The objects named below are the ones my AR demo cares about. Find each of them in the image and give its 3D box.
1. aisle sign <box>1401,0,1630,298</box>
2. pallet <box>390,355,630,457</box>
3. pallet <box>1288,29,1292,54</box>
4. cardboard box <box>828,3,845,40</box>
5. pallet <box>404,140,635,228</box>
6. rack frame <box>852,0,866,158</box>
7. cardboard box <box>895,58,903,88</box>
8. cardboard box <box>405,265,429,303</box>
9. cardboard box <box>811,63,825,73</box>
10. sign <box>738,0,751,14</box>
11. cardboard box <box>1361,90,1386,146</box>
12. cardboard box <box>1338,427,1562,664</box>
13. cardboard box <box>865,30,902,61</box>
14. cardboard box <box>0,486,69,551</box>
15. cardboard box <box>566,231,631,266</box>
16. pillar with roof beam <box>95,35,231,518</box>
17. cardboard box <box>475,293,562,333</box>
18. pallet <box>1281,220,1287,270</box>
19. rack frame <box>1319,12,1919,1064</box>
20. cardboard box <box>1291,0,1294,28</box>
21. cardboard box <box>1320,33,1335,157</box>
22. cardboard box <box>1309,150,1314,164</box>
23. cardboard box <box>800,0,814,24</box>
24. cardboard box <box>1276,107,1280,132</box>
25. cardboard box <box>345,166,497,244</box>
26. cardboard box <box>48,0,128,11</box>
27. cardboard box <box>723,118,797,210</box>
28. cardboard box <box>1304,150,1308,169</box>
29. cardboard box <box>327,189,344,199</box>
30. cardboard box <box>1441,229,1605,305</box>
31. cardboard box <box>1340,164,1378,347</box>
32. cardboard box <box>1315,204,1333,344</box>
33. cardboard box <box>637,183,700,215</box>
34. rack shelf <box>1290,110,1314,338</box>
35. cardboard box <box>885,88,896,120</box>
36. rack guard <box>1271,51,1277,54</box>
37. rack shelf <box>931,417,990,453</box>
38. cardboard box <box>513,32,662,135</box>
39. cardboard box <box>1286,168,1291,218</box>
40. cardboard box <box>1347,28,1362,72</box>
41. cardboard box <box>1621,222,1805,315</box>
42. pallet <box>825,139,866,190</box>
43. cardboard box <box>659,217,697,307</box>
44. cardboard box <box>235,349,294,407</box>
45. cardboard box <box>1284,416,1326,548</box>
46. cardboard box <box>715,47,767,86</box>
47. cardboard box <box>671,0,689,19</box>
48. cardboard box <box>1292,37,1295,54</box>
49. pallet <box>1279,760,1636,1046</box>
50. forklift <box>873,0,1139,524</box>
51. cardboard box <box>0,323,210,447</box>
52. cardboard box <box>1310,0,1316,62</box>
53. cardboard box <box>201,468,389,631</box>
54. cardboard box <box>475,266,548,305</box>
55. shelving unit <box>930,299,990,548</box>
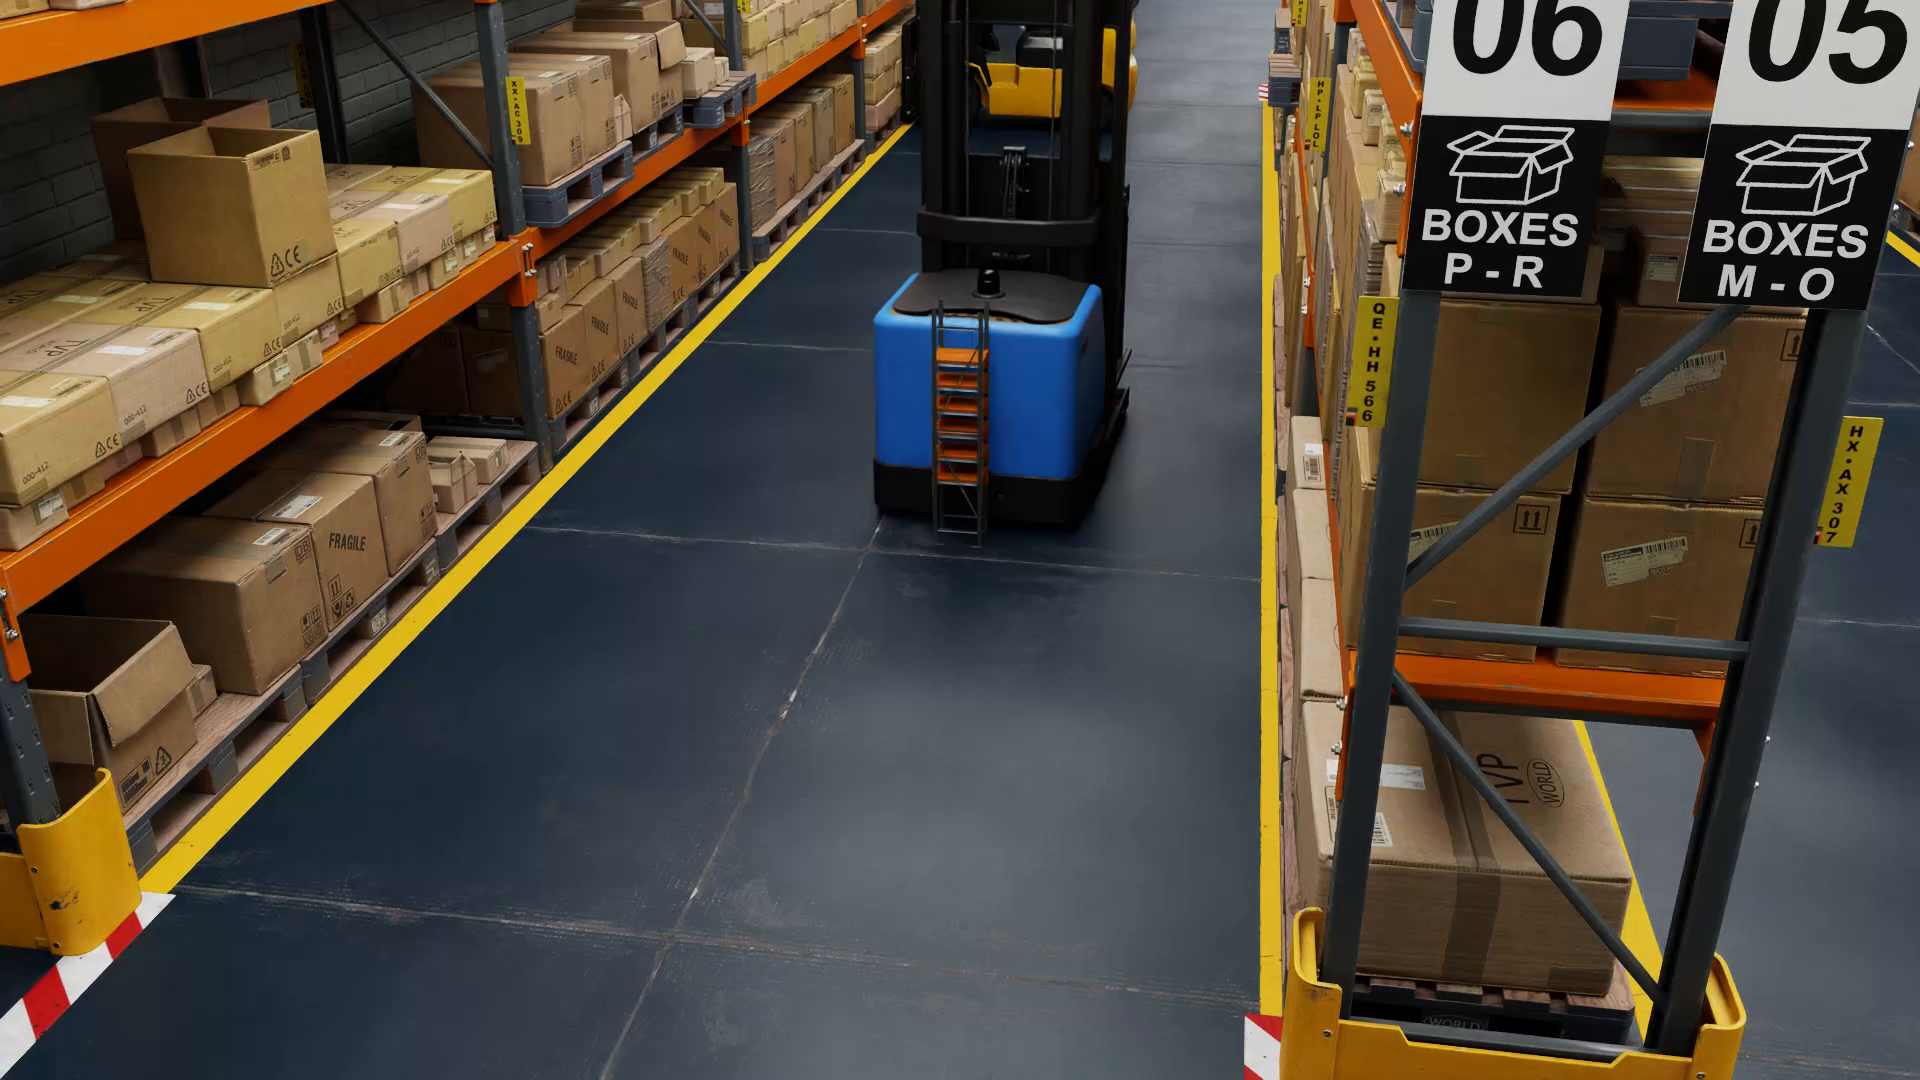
[{"bbox_3d":[1.202,-0.915,3.601,0.394,0.787,0.004,4,25,9],"label":"aisle sign"},{"bbox_3d":[-2.629,-0.842,9.800,1.003,0.211,1.213,4,25,9],"label":"pallet"},{"bbox_3d":[3.110,-3.836,13.134,1.003,0.211,1.213,4,25,9],"label":"pallet"},{"bbox_3d":[-1.318,-4.600,14.717,0.500,0.250,0.500,4,25,8],"label":"cardboard box"},{"bbox_3d":[-2.486,-2.002,9.215,1.003,0.211,1.213,4,25,9],"label":"pallet"},{"bbox_3d":[-1.417,-5.108,15.624,1.000,3.000,0.127,4,25,9],"label":"rack frame"},{"bbox_3d":[-0.860,-4.880,17.296,0.500,0.250,0.500,4,25,8],"label":"cardboard box"},{"bbox_3d":[-2.637,-1.169,7.505,0.380,0.149,0.250,5,25,10],"label":"cardboard box"},{"bbox_3d":[-1.528,-4.725,16.374,0.500,0.250,0.500,5,25,10],"label":"cardboard box"},{"bbox_3d":[-1.534,-3.890,11.749,0.100,0.325,0.005,4,25,9],"label":"sign"},{"bbox_3d":[1.598,-1.462,5.772,0.380,0.149,0.250,4,25,9],"label":"cardboard box"},{"bbox_3d":[1.337,-0.012,4.620,0.500,0.500,0.500,4,25,9],"label":"cardboard box"},{"bbox_3d":[-0.865,-5.108,17.193,0.500,0.250,0.500,5,26,10],"label":"cardboard box"},{"bbox_3d":[-3.054,-0.094,5.208,0.380,0.149,0.250,4,25,8],"label":"cardboard box"},{"bbox_3d":[-2.252,-1.796,10.236,0.380,0.149,0.250,5,26,10],"label":"cardboard box"},{"bbox_3d":[0.519,-3.952,6.078,9.100,9.000,0.400,4,25,9],"label":"pillar with roof beam"},{"bbox_3d":[-2.404,-1.245,9.060,0.380,0.149,0.250,5,26,11],"label":"cardboard box"},{"bbox_3d":[2.956,-2.156,12.608,1.003,0.211,1.213,4,25,9],"label":"pallet"},{"bbox_3d":[1.519,0.253,4.171,1.000,3.000,0.127,4,25,9],"label":"rack frame"},{"bbox_3d":[2.782,-4.100,12.507,0.500,0.500,0.500,2,25,5],"label":"cardboard box"},{"bbox_3d":[1.998,-2.122,7.948,0.500,0.500,0.500,5,26,10],"label":"cardboard box"},{"bbox_3d":[2.158,-2.206,9.012,0.500,0.250,0.500,5,25,10],"label":"cardboard box"},{"bbox_3d":[-1.513,-4.404,13.709,0.500,0.250,0.500,4,25,9],"label":"cardboard box"},{"bbox_3d":[3.389,-4.200,16.432,0.500,0.250,0.500,3,25,7],"label":"cardboard box"},{"bbox_3d":[-2.567,-1.599,7.954,0.500,0.250,0.500,5,25,10],"label":"cardboard box"},{"bbox_3d":[-2.879,-1.766,5.242,0.380,0.149,0.250,5,25,10],"label":"cardboard box"},{"bbox_3d":[-1.857,-3.083,13.605,0.875,0.625,0.625,5,26,10],"label":"cardboard box"},{"bbox_3d":[2.340,-2.402,10.021,0.500,0.250,0.500,5,26,10],"label":"cardboard box"},{"bbox_3d":[-3.147,-1.430,7.593,0.500,0.250,0.500,4,25,8],"label":"cardboard box"},{"bbox_3d":[1.380,-0.703,4.150,0.380,0.149,0.250,4,25,9],"label":"cardboard box"},{"bbox_3d":[1.504,-0.890,5.316,0.500,0.500,0.500,4,25,8],"label":"cardboard box"},{"bbox_3d":[1.752,-1.077,6.894,0.500,0.500,0.500,4,25,9],"label":"cardboard box"},{"bbox_3d":[-2.002,-2.339,11.397,0.380,0.149,0.250,3,25,7],"label":"cardboard box"},{"bbox_3d":[2.500,-1.930,9.684,1.077,0.370,4.000,4,25,9],"label":"rack shelf"},{"bbox_3d":[-0.944,-4.446,16.957,0.500,0.250,0.500,3,25,7],"label":"cardboard box"},{"bbox_3d":[4.122,-5.275,18.929,1.175,0.500,0.348,4,25,9],"label":"rack guard"},{"bbox_3d":[0.002,-0.509,8.027,0.258,0.103,0.180,4,25,9],"label":"rack shelf"},{"bbox_3d":[-2.212,-2.729,9.929,0.700,0.500,0.500,4,25,8],"label":"cardboard box"},{"bbox_3d":[3.041,-2.637,12.951,0.950,0.372,0.625,4,25,8],"label":"cardboard box"},{"bbox_3d":[1.865,-2.097,7.130,0.380,0.149,0.250,4,25,8],"label":"cardboard box"},{"bbox_3d":[1.850,-0.668,4.076,0.380,0.149,0.250,5,25,10],"label":"cardboard box"},{"bbox_3d":[-1.499,-3.534,15.551,1.003,0.211,1.213,4,25,9],"label":"pallet"},{"bbox_3d":[-2.103,-1.874,11.168,0.500,0.500,0.500,5,26,11],"label":"cardboard box"},{"bbox_3d":[-2.794,-0.629,6.352,0.380,0.149,0.250,3,25,7],"label":"cardboard box"},{"bbox_3d":[1.964,-0.194,7.654,0.875,0.438,0.875,4,25,8],"label":"cardboard box"},{"bbox_3d":[-1.757,-3.536,12.442,0.500,0.250,0.500,4,25,9],"label":"cardboard box"},{"bbox_3d":[-2.217,-3.924,12.212,0.380,0.149,0.250,5,26,10],"label":"cardboard box"},{"bbox_3d":[2.666,-3.653,12.316,0.380,0.149,0.250,3,25,6],"label":"cardboard box"},{"bbox_3d":[1.573,1.176,5.488,1.003,0.211,1.213,4,25,9],"label":"pallet"},{"bbox_3d":[0.386,-2.006,9.079,1.130,2.935,3.031,5,26,11],"label":"forklift"},{"bbox_3d":[-2.956,-0.538,5.687,0.500,0.250,0.500,4,25,9],"label":"cardboard box"},{"bbox_3d":[2.433,-3.193,10.236,0.500,0.500,0.500,4,25,9],"label":"cardboard box"},{"bbox_3d":[-2.822,0.035,7.091,0.500,0.500,0.500,4,25,9],"label":"cardboard box"},{"bbox_3d":[-2.463,-1.384,9.006,0.380,0.149,0.250,4,25,8],"label":"cardboard box"},{"bbox_3d":[0.002,-0.549,8.009,0.258,1.200,0.189,4,25,9],"label":"shelving unit"}]
